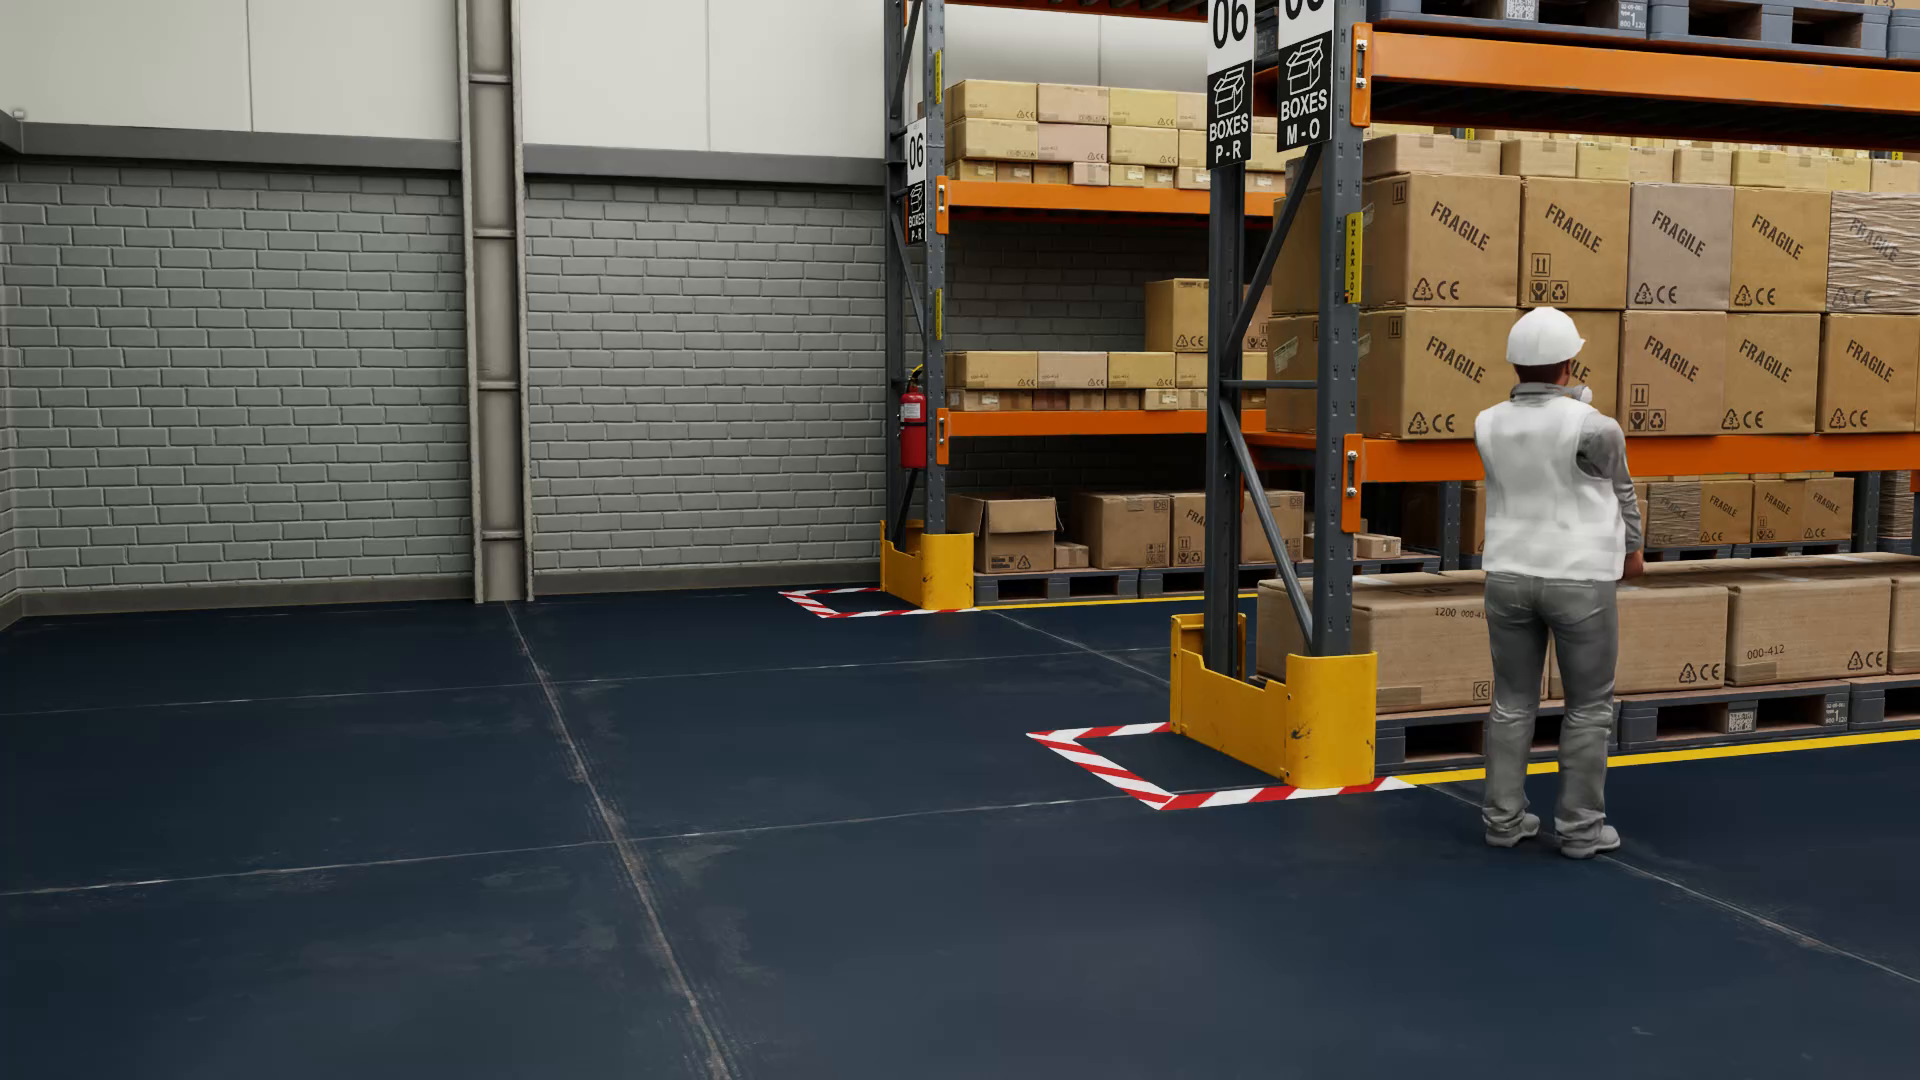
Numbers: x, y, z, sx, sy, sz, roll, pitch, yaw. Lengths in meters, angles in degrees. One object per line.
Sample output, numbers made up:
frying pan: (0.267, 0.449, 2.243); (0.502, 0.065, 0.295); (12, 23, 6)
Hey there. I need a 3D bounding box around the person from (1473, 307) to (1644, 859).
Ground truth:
person: (1.967, 0.128, 5.455); (0.559, 1.762, 0.494); (-6, 8, -44)
